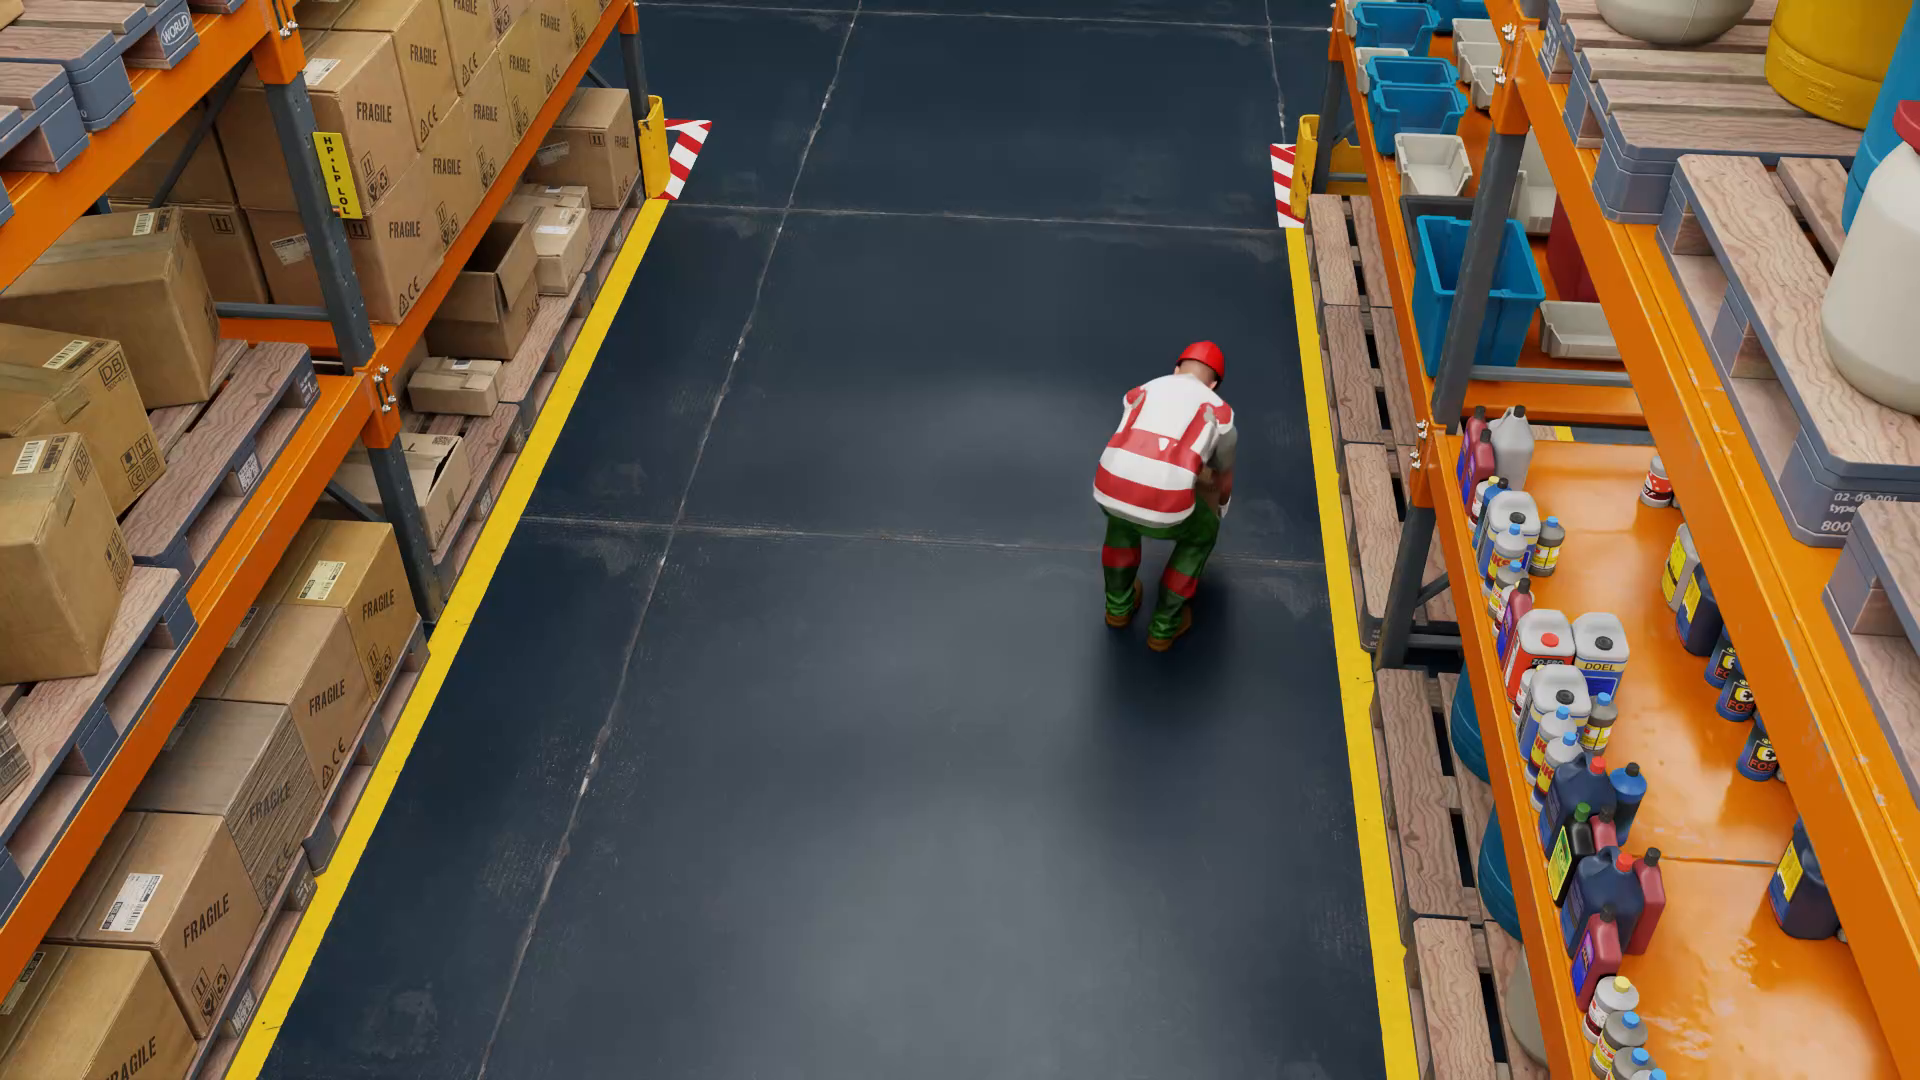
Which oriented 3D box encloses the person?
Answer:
[{"bbox_3d":[0.860,-0.167,6.887,0.517,1.085,0.956,17,43,20],"label":"person"}]
